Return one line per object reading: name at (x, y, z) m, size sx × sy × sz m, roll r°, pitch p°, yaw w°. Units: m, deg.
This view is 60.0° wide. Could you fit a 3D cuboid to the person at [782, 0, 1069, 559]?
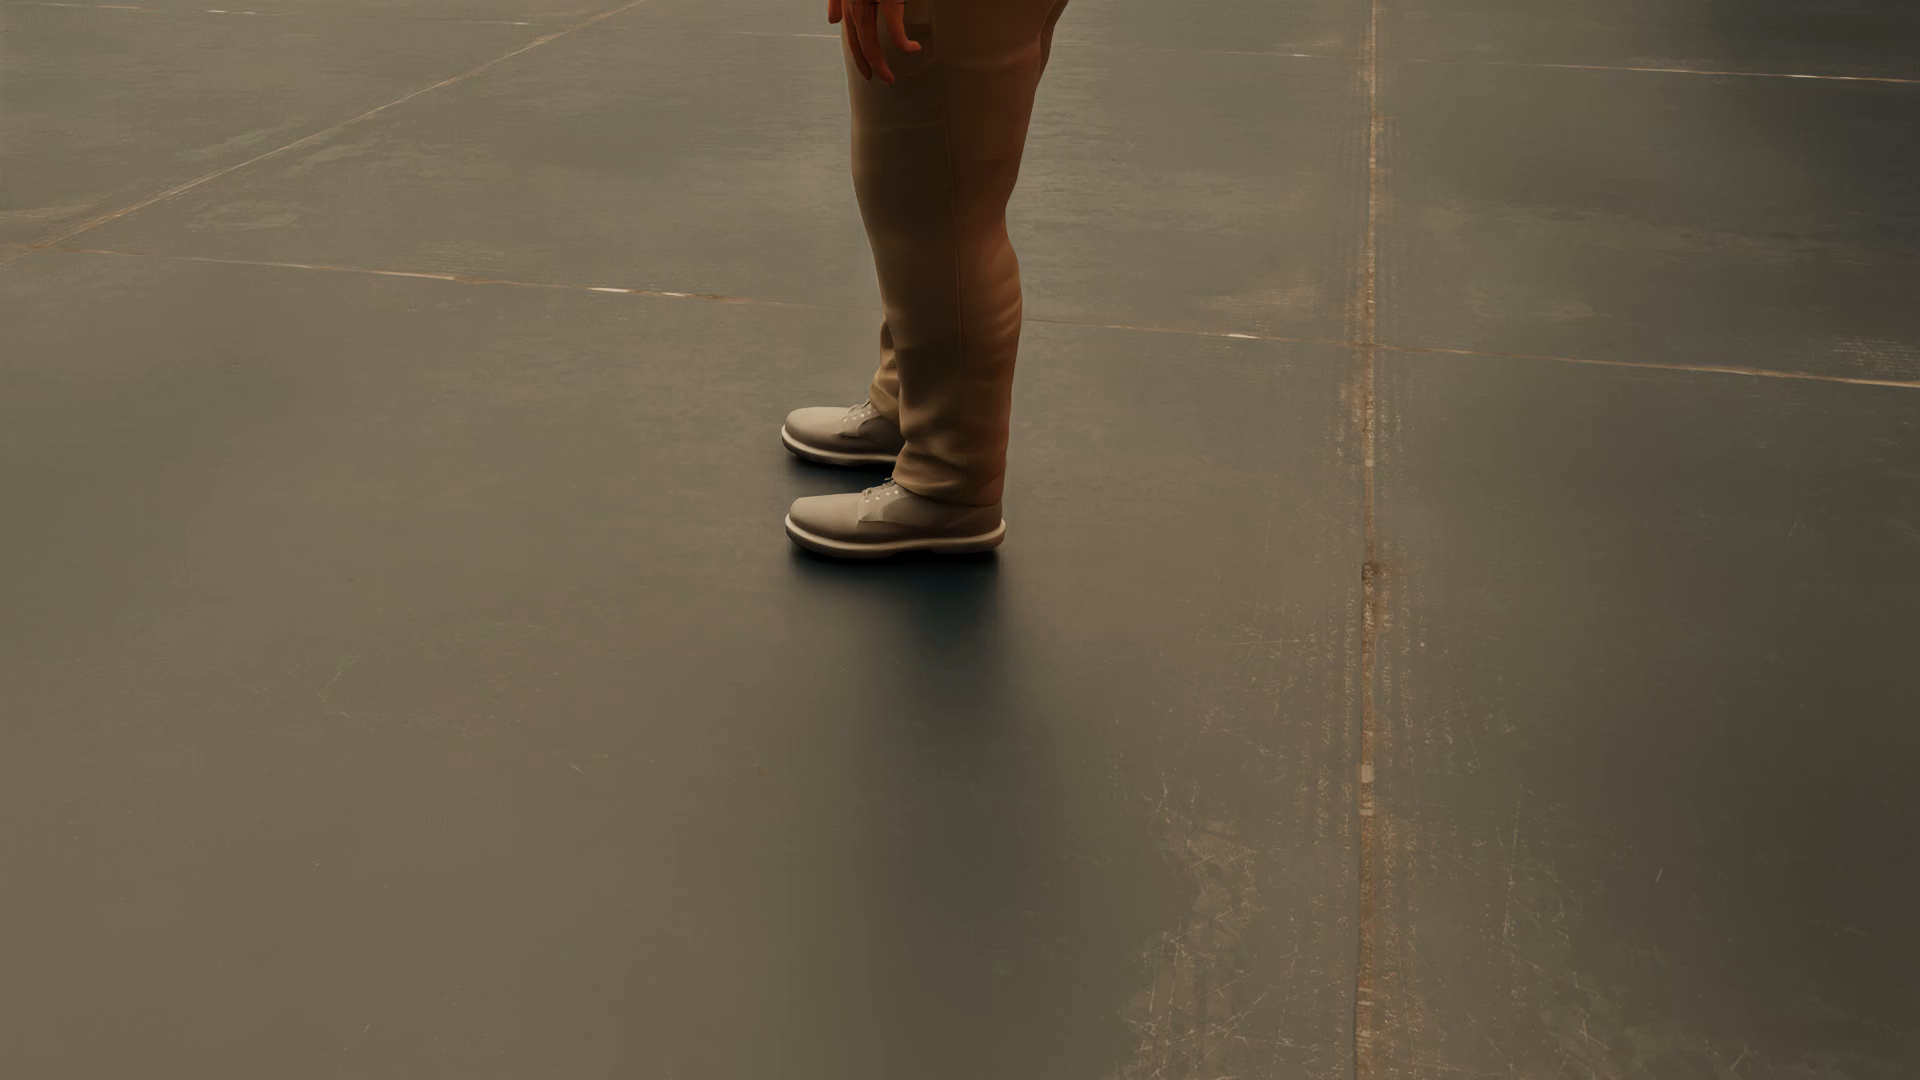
person at (-0.086, -0.792, 2.135) m, size 0.550 × 1.727 × 0.642 m, roll 6°, pitch 27°, yaw 11°
